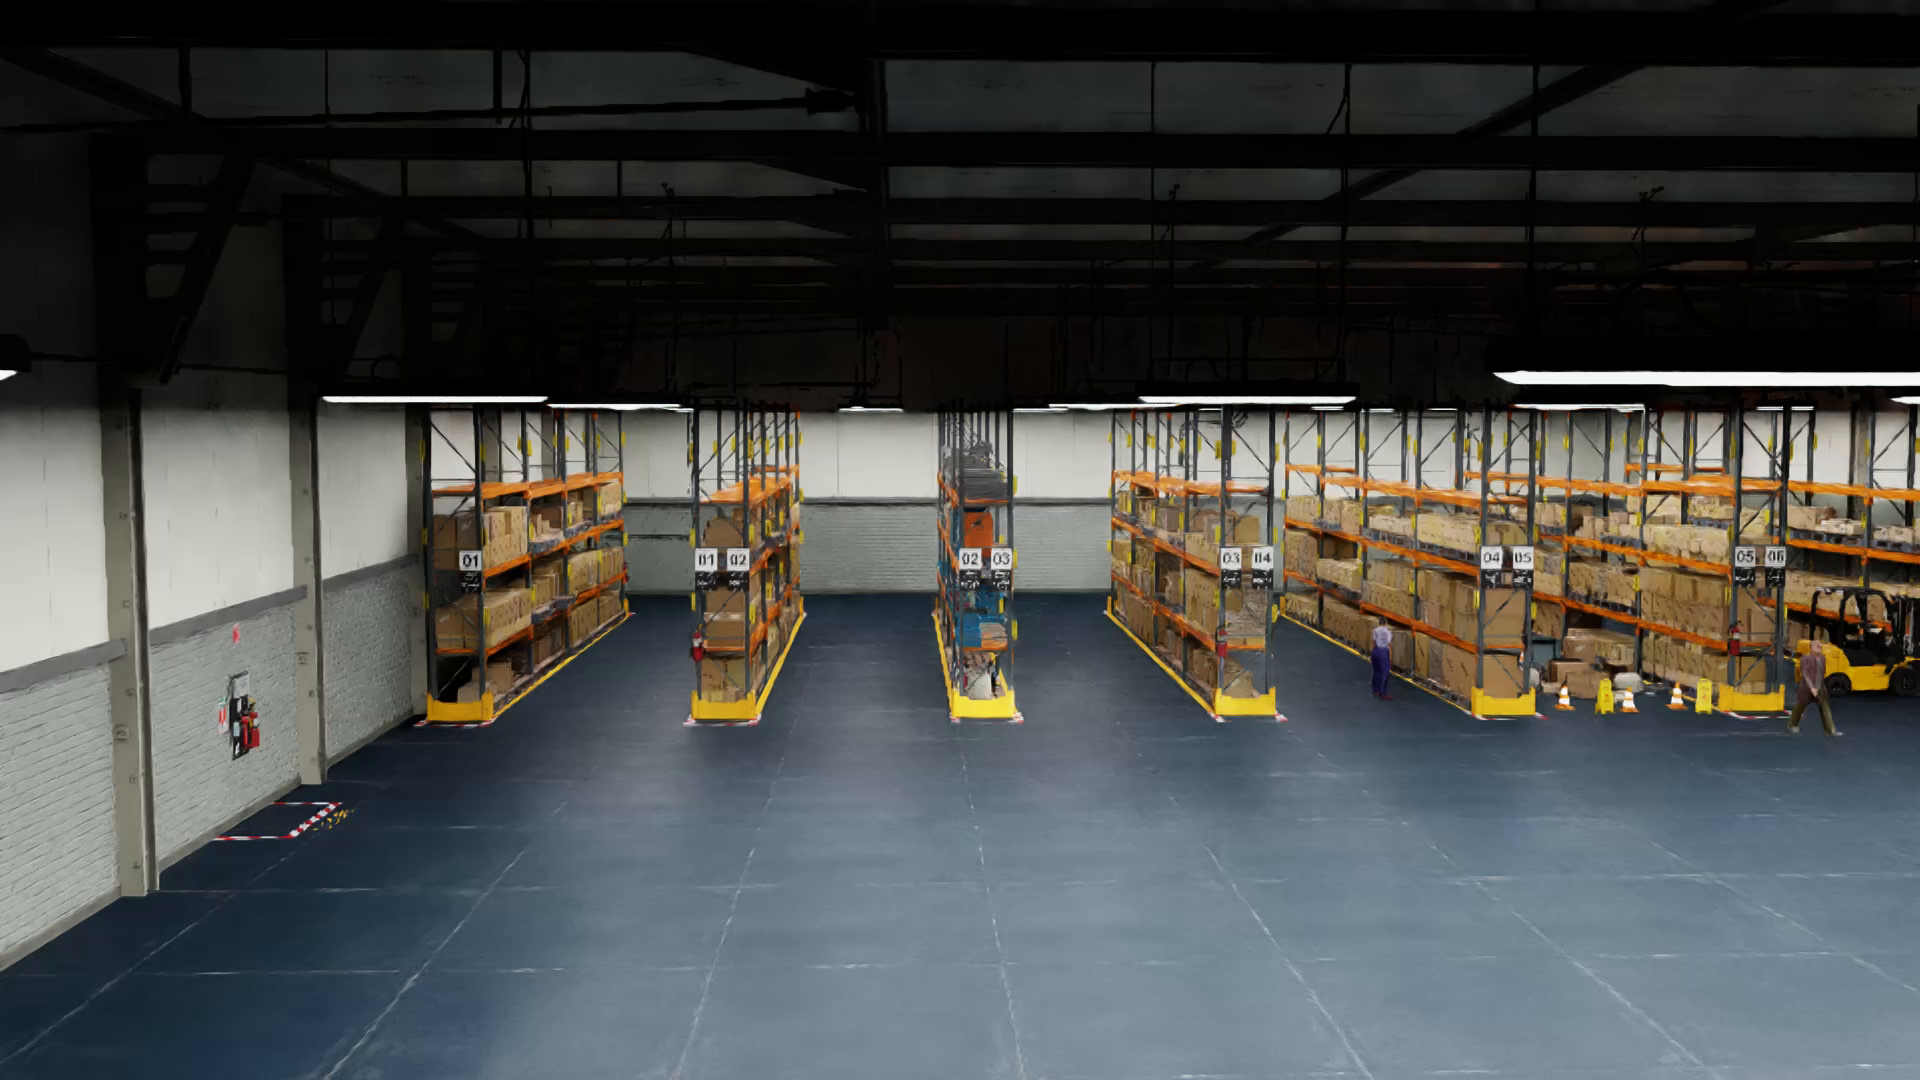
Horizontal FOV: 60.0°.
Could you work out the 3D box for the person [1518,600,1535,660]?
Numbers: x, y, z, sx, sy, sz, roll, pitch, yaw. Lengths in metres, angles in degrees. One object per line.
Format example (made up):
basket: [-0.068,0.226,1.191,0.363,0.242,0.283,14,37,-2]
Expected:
person: [12.939,1.950,38.169,0.576,1.718,0.626,2,5,26]

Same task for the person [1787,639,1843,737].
person: [15.121,2.612,29.452,0.580,1.715,1.102,-1,4,-10]

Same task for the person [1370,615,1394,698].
person: [8.543,2.342,33.563,0.429,1.653,0.530,-3,5,-34]

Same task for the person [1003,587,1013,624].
person: [1.232,1.494,45.458,0.432,1.539,0.944,0,4,-3]
